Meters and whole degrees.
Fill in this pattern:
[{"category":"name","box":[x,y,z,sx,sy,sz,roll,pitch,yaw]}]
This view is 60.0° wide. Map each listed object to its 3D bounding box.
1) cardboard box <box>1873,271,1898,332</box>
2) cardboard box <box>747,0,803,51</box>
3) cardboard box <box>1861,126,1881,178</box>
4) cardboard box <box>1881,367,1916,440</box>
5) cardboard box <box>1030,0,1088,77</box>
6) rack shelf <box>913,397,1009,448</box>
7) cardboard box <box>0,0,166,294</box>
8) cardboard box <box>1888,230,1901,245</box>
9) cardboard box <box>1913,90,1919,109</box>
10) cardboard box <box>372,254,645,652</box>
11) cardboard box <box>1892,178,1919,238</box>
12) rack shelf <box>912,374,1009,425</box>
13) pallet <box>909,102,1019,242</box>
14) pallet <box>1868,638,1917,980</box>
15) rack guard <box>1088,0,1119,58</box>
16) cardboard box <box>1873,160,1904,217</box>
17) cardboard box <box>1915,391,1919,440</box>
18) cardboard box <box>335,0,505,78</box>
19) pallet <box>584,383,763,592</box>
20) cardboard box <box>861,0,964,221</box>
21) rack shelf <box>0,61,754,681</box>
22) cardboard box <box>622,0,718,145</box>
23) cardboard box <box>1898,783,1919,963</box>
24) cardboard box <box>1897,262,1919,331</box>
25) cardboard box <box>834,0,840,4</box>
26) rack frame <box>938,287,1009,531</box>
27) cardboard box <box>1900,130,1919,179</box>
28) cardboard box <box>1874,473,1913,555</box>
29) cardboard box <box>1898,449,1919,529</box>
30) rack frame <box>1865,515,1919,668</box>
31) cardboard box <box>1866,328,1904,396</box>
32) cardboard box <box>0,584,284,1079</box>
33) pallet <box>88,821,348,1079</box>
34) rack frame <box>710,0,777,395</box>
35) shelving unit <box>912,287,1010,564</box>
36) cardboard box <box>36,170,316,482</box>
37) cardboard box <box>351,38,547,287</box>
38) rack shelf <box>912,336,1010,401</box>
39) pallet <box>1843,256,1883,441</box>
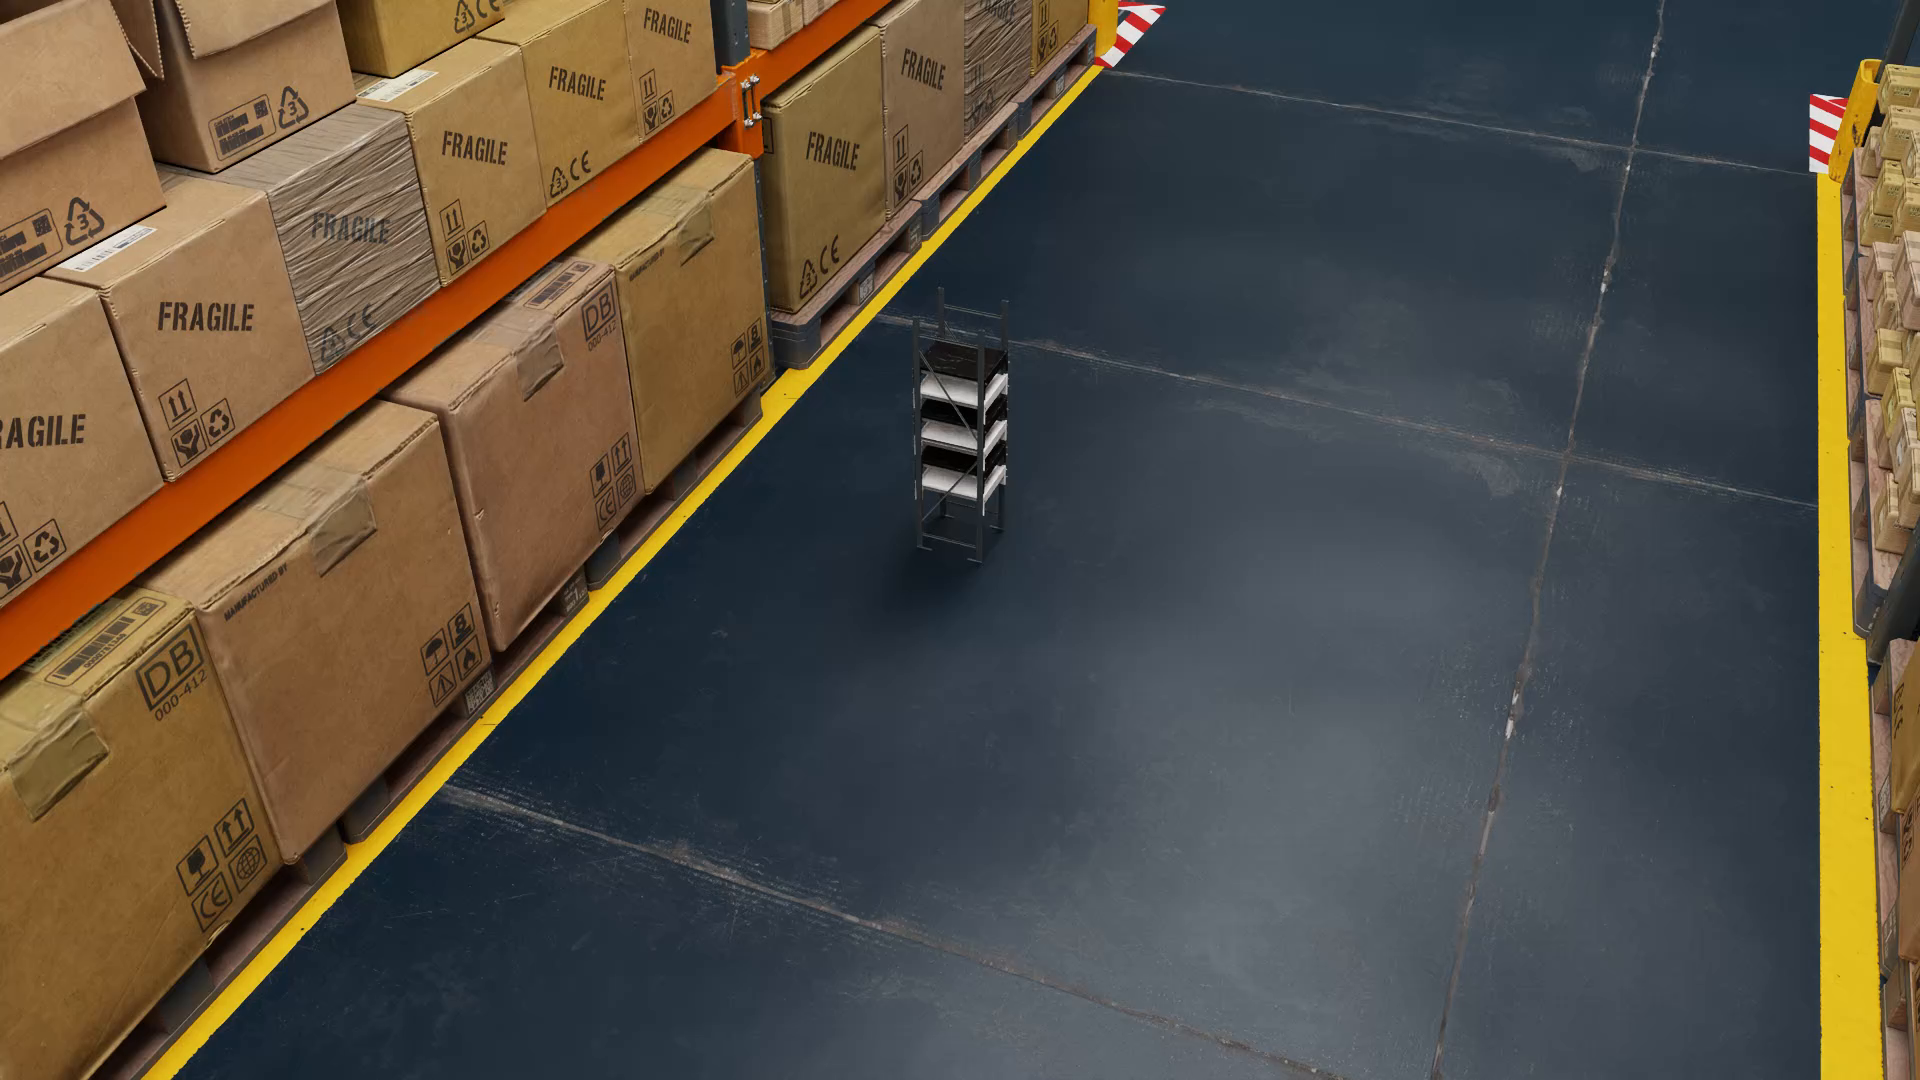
[{"category":"cardboard box","box":[3.785,-0.894,6.472,0.380,0.149,0.250,14,39,18]},{"category":"cardboard box","box":[-0.794,-1.903,6.001,0.380,0.149,0.250,14,39,18]},{"category":"cardboard box","box":[4.361,-1.754,7.622,0.380,0.149,0.250,15,39,19]},{"category":"cardboard box","box":[3.337,-0.428,5.599,0.380,0.149,0.250,13,39,16]},{"category":"cardboard box","box":[0.138,-3.075,8.783,0.875,0.875,0.875,14,39,18]},{"category":"rack shelf","box":[0.003,-0.410,5.453,0.258,0.077,0.200,14,39,18]},{"category":"cardboard box","box":[-2.192,-0.905,3.533,0.797,0.503,0.637,15,39,19]},{"category":"cardboard box","box":[4.041,-1.172,6.843,0.380,0.149,0.250,14,39,18]},{"category":"cardboard box","box":[4.349,-1.817,7.209,0.380,0.149,0.250,15,39,19]},{"category":"cardboard box","box":[-1.778,-0.379,5.176,1.225,0.875,0.875,13,39,16]},{"category":"cardboard box","box":[3.860,-1.264,6.469,0.380,0.149,0.250,14,39,18]},{"category":"rack shelf","box":[0.003,-0.482,5.399,0.258,0.077,0.200,14,39,18]},{"category":"pallet","box":[-0.390,-1.880,8.089,1.003,0.211,1.213,14,39,18]},{"category":"pallet","box":[3.040,0.818,4.479,1.003,0.211,1.213,14,39,18]},{"category":"rack guard","box":[0.317,-3.143,9.537,1.175,0.500,0.348,14,39,18]},{"category":"cardboard box","box":[4.054,-1.447,6.962,0.380,0.149,0.250,15,39,19]},{"category":"cardboard box","box":[3.290,-0.402,5.315,0.380,0.149,0.250,14,39,18]},{"category":"cardboard box","box":[-1.721,-1.625,4.497,0.797,0.503,0.637,14,39,18]},{"category":"pallet","box":[-1.438,-0.355,6.048,1.003,0.211,1.213,14,39,18]},{"category":"cardboard box","box":[-0.546,-2.079,7.449,0.875,0.875,0.875,14,39,18]},{"category":"rack shelf","box":[-1.975,-0.521,4.542,1.077,0.370,4.000,14,39,18]},{"category":"cardboard box","box":[-1.139,-1.635,5.348,0.500,0.500,0.500,14,39,18]},{"category":"cardboard box","box":[2.608,0.745,3.985,0.500,0.500,0.500,16,40,20]},{"category":"cardboard box","box":[3.566,-0.838,5.899,0.380,0.149,0.250,12,38,16]},{"category":"cardboard box","box":[-0.594,-2.195,6.391,0.380,0.149,0.250,15,39,19]},{"category":"rack frame","box":[0.042,-0.421,5.562,0.240,0.900,0.006,14,39,18]},{"category":"cardboard box","box":[4.117,-1.550,6.852,0.380,0.149,0.250,12,38,16]},{"category":"cardboard box","box":[3.169,-0.051,5.344,0.380,0.149,0.250,14,39,18]},{"category":"cardboard box","box":[3.160,-0.122,5.190,0.380,0.149,0.250,15,39,19]},{"category":"rack frame","box":[3.334,-0.730,4.221,1.000,3.000,0.127,14,39,18]},{"category":"cardboard box","box":[3.562,-0.624,6.110,0.380,0.149,0.250,14,39,18]},{"category":"cardboard box","box":[-2.454,0.604,3.860,1.225,0.875,0.875,12,38,16]},{"category":"pallet","box":[-2.366,0.996,4.241,1.003,0.211,1.213,14,39,18]},{"category":"rack frame","box":[-1.214,-1.916,5.808,1.000,3.000,0.127,14,39,18]},{"category":"shelving unit","box":[0.003,-0.365,5.487,0.258,0.900,0.210,14,39,18]},{"category":"cardboard box","box":[-1.914,-0.519,3.855,0.500,0.500,0.500,13,39,17]},{"category":"cardboard box","box":[-1.526,-1.072,4.595,0.500,0.500,0.500,13,39,17]},{"category":"rack shelf","box":[0.003,-0.555,5.345,0.258,0.077,0.200,14,39,18]},{"category":"pallet","box":[4.020,-0.671,6.471,1.003,0.211,1.213,14,39,18]}]
